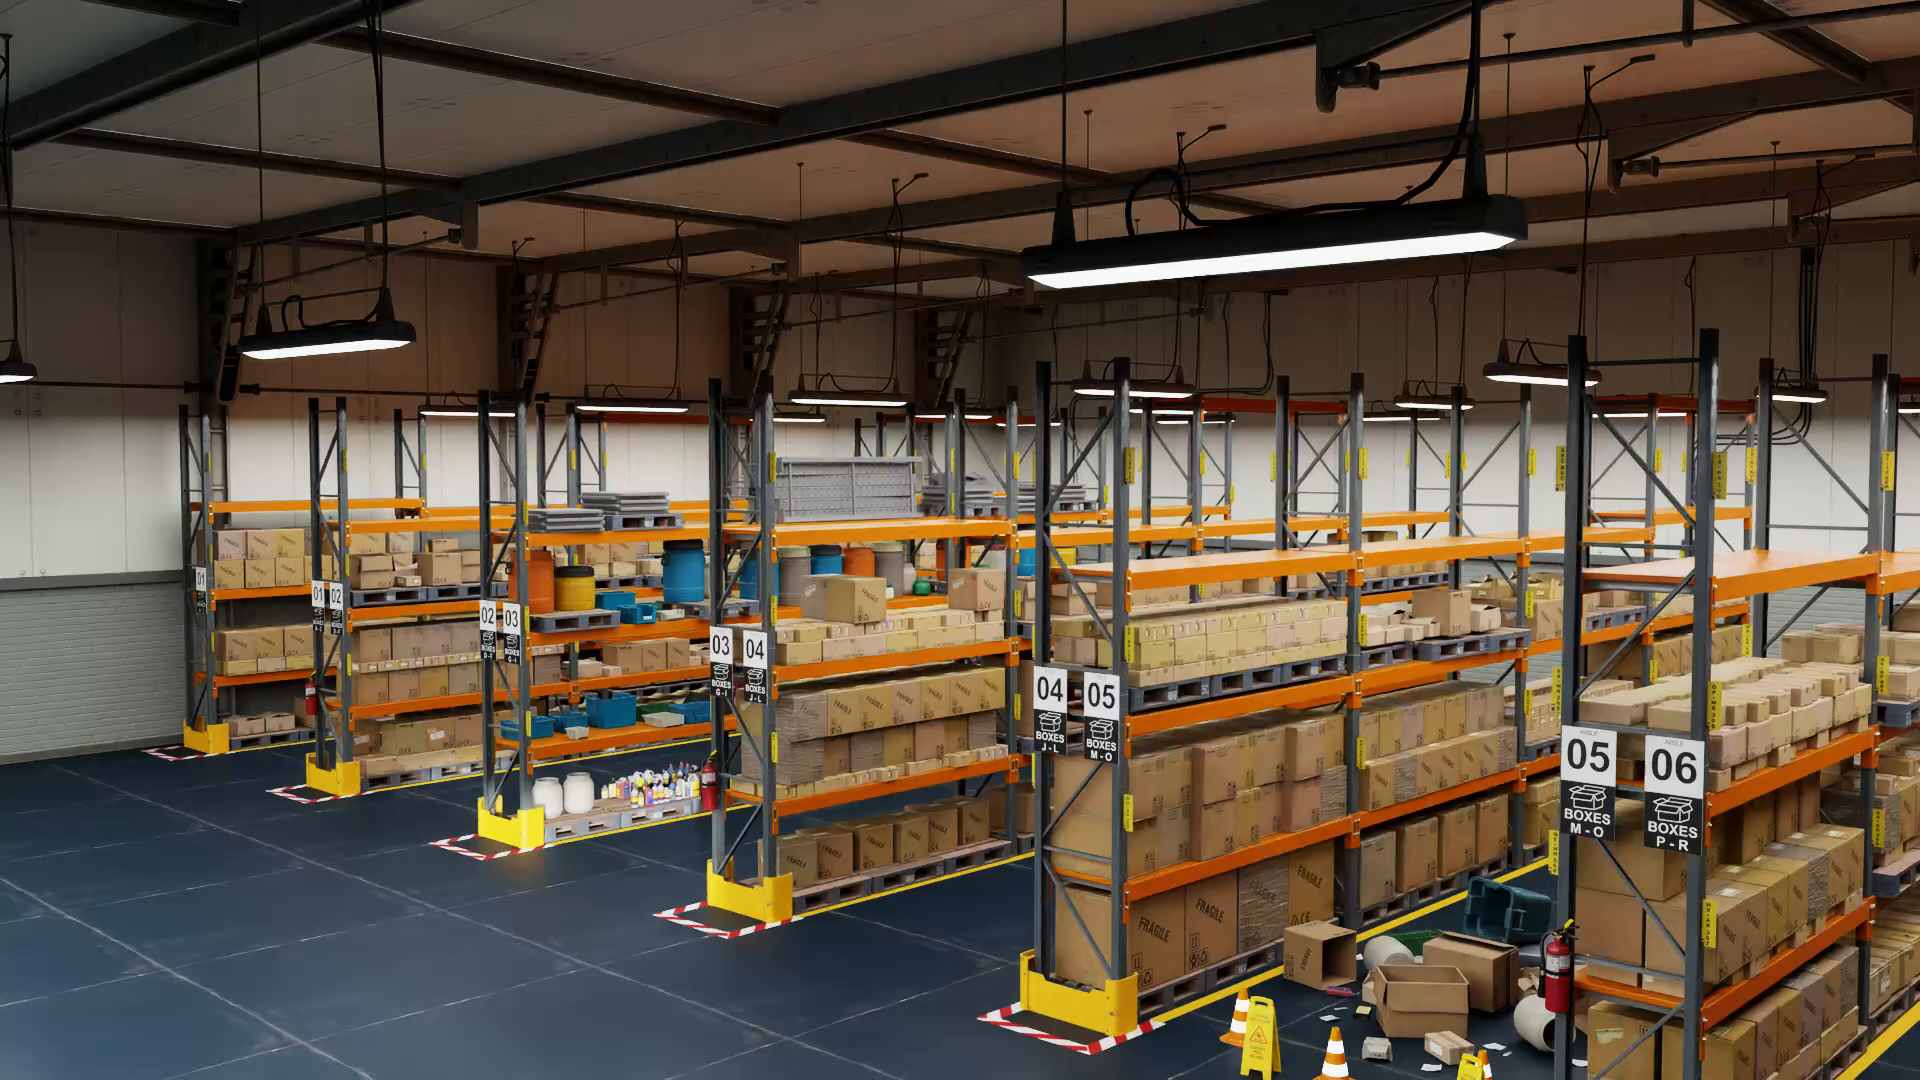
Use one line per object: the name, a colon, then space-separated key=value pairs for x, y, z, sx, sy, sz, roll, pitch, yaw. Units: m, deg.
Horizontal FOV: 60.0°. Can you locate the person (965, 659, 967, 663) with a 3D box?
person: x=-0.078 y=2.664 z=30.485 sx=0.414 sy=1.783 sz=0.627 roll=2 pitch=3 yaw=27
